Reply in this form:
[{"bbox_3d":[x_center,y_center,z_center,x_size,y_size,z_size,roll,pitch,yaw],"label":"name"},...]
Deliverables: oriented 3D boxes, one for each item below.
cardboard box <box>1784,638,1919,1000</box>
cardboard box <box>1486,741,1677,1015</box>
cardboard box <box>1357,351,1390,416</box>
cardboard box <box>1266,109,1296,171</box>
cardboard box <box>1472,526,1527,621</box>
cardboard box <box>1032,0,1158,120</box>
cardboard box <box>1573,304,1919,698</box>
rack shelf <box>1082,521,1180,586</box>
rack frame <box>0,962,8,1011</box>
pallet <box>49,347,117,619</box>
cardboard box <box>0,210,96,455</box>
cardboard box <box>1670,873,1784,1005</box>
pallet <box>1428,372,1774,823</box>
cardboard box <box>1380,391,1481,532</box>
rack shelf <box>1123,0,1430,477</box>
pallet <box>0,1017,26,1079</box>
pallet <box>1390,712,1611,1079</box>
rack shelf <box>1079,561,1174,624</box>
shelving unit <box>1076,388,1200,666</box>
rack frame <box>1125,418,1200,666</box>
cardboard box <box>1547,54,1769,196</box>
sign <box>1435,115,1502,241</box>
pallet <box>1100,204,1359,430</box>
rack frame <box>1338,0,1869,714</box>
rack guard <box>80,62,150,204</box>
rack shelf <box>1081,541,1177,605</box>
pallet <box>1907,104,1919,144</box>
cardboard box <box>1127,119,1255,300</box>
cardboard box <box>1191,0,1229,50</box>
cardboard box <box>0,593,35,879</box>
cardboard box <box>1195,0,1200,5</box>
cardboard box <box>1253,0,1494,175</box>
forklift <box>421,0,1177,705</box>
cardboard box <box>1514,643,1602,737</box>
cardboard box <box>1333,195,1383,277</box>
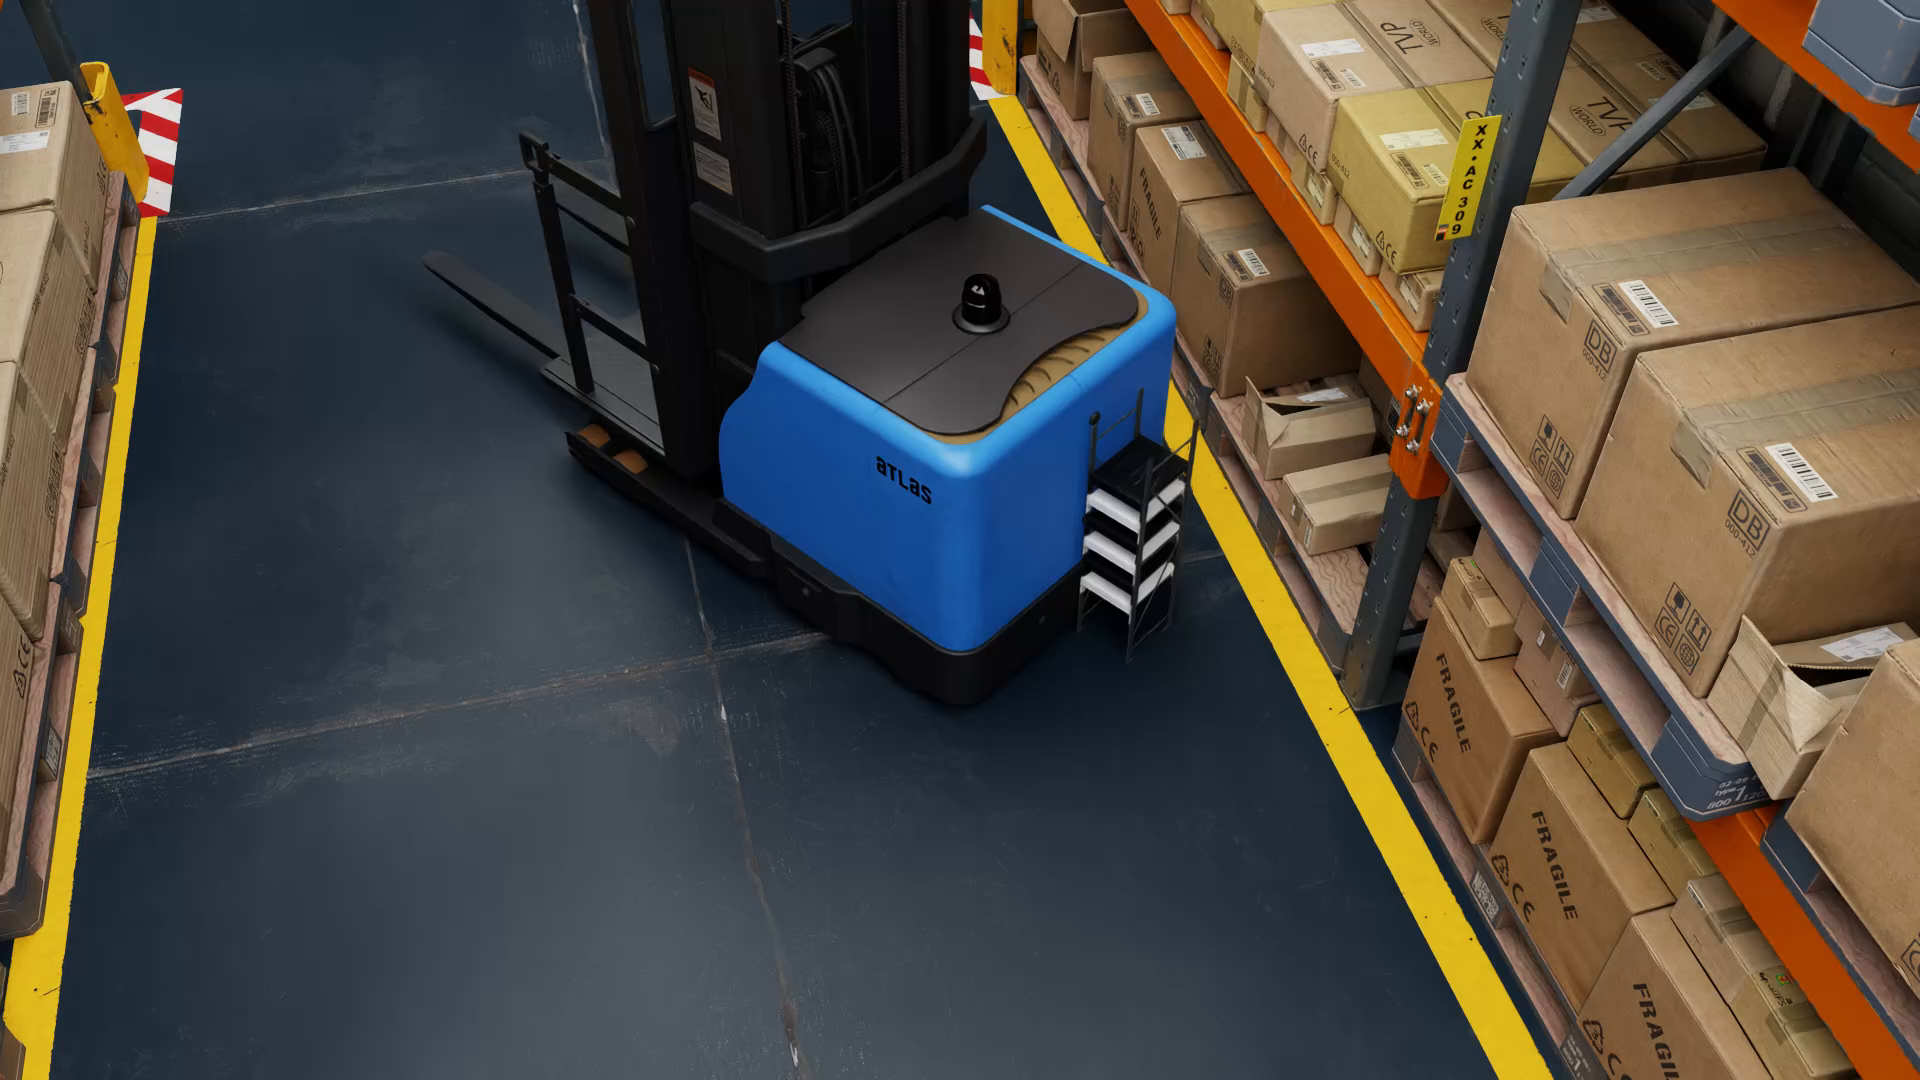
[{"bbox_3d":[1.946,0.453,2.842,0.700,0.500,0.500,-11,47,-11],"label":"cardboard box"},{"bbox_3d":[1.757,0.830,4.293,0.500,0.500,0.500,-11,47,-11],"label":"cardboard box"},{"bbox_3d":[1.653,-0.587,5.927,0.380,0.149,0.250,-11,47,-11],"label":"cardboard box"},{"bbox_3d":[1.160,-1.262,5.062,0.380,0.149,0.250,-10,46,-9],"label":"cardboard box"},{"bbox_3d":[1.598,0.043,4.401,0.380,0.149,0.250,-11,47,-11],"label":"cardboard box"},{"bbox_3d":[0.745,-2.234,7.293,0.797,0.503,0.637,-12,47,-12],"label":"cardboard box"},{"bbox_3d":[1.745,-0.089,3.373,0.700,0.500,0.500,-10,46,-10],"label":"cardboard box"},{"bbox_3d":[0.539,0.000,5.167,0.200,0.077,0.258,33,54,28],"label":"rack shelf"},{"bbox_3d":[-3.093,0.271,3.384,1.000,3.000,0.127,-11,47,-10],"label":"rack frame"},{"bbox_3d":[-3.528,-0.136,5.736,1.003,0.211,1.213,-11,47,-10],"label":"pallet"},{"bbox_3d":[-3.609,-0.673,5.809,0.875,0.438,0.875,-10,46,-9],"label":"cardboard box"},{"bbox_3d":[1.873,0.876,3.793,0.380,0.149,0.250,-11,47,-10],"label":"cardboard box"},{"bbox_3d":[1.804,0.000,3.784,1.003,0.211,1.213,-11,47,-10],"label":"pallet"},{"bbox_3d":[1.764,-0.344,5.576,0.500,0.311,0.500,-9,46,-9],"label":"cardboard box"},{"bbox_3d":[1.192,-1.768,5.886,1.077,0.370,4.000,-11,47,-10],"label":"rack shelf"},{"bbox_3d":[-2.822,1.766,3.872,1.003,0.211,1.213,-11,47,-10],"label":"pallet"},{"bbox_3d":[1.949,0.892,4.729,1.003,0.211,1.213,-11,47,-10],"label":"pallet"},{"bbox_3d":[0.539,0.126,5.296,0.200,0.077,0.258,33,54,28],"label":"rack shelf"},{"bbox_3d":[0.539,-0.024,5.143,0.210,0.900,0.258,33,54,28],"label":"shelving unit"},{"bbox_3d":[0.614,0.025,5.096,0.006,0.900,0.240,33,54,28],"label":"rack frame"},{"bbox_3d":[1.839,-1.082,4.607,0.500,0.250,0.500,-11,47,-11],"label":"cardboard box"},{"bbox_3d":[1.182,-0.838,3.865,0.100,0.325,0.005,-11,47,-10],"label":"sign"},{"bbox_3d":[1.214,-0.981,6.564,1.003,0.211,1.213,-11,47,-10],"label":"pallet"},{"bbox_3d":[1.704,-0.639,4.276,1.000,3.000,0.127,-11,47,-10],"label":"rack frame"},{"bbox_3d":[-4.123,-1.632,7.000,1.175,0.500,0.348,-11,47,-10],"label":"rack guard"},{"bbox_3d":[0.539,0.063,5.231,0.200,0.077,0.258,33,54,28],"label":"rack shelf"},{"bbox_3d":[2.072,-0.445,2.117,1.213,0.211,1.003,-11,47,-10],"label":"pallet"},{"bbox_3d":[0.965,-1.253,6.334,0.500,0.500,0.500,-10,46,-10],"label":"cardboard box"},{"bbox_3d":[1.001,-1.794,5.584,0.380,0.149,0.250,-11,47,-10],"label":"cardboard box"},{"bbox_3d":[-3.150,0.568,4.593,0.875,0.438,0.875,-11,47,-11],"label":"cardboard box"},{"bbox_3d":[0.950,-2.043,5.549,0.500,0.250,0.500,-12,47,-11],"label":"cardboard box"},{"bbox_3d":[1.196,-1.341,4.861,0.500,0.250,0.500,-11,47,-10],"label":"cardboard box"},{"bbox_3d":[-0.768,-1.434,5.103,3.031,2.935,1.130,33,54,28],"label":"forklift"},{"bbox_3d":[1.685,0.335,4.323,0.380,0.149,0.250,-12,47,-11],"label":"cardboard box"},{"bbox_3d":[1.291,-0.901,4.709,0.380,0.149,0.250,-10,46,-9],"label":"cardboard box"}]
